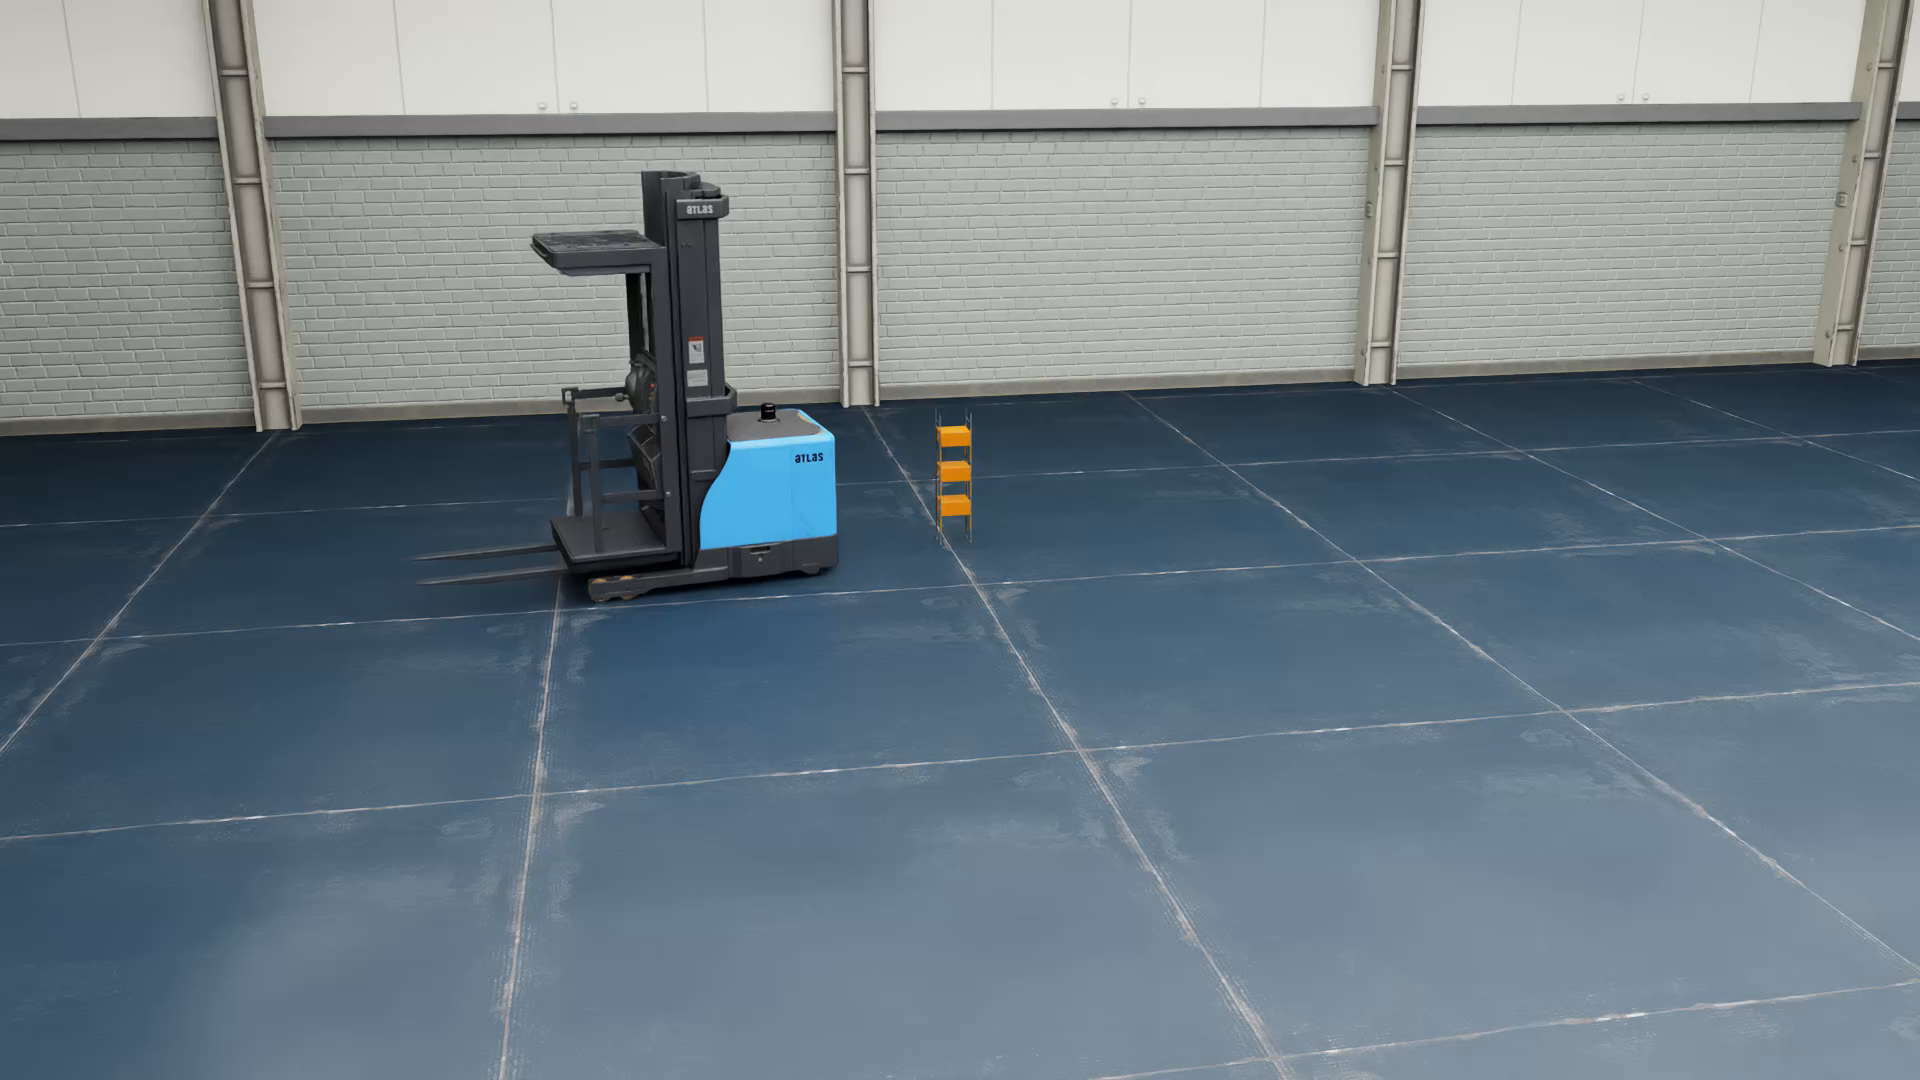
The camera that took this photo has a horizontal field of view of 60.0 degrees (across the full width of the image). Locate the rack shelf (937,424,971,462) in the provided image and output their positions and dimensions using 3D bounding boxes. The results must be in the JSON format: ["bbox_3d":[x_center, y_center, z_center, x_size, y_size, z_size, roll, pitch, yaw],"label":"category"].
[{"bbox_3d":[-0.053,-0.760,13.068,0.240,0.259,0.215,-3,17,-10],"label":"rack shelf"}]

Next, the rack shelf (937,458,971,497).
[{"bbox_3d":[-0.053,-0.489,13.151,0.240,0.259,0.215,-3,17,-10],"label":"rack shelf"}]

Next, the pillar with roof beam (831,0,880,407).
[{"bbox_3d":[-0.278,-4.551,12.803,0.400,9.000,9.100,-3,17,-10],"label":"pillar with roof beam"}]

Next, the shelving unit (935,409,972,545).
[{"bbox_3d":[-0.053,-0.499,13.148,0.252,1.050,0.215,-3,17,-10],"label":"shelving unit"}]

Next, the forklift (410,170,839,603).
[{"bbox_3d":[-2.480,-1.129,11.996,3.031,2.935,1.130,-6,18,-20],"label":"forklift"}]

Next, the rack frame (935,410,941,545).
[{"bbox_3d":[-0.172,-0.492,13.126,0.008,1.050,0.200,-3,17,-10],"label":"rack frame"}]

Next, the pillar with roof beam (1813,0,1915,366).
[{"bbox_3d":[11.504,-5.220,14.979,0.400,9.000,9.100,-3,17,-10],"label":"pillar with roof beam"}]

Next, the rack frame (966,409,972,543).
[{"bbox_3d":[0.067,-0.506,13.170,0.008,1.050,0.200,-3,17,-10],"label":"rack frame"}]

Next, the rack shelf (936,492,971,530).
[{"bbox_3d":[-0.053,-0.223,13.233,0.240,0.259,0.215,-3,17,-10],"label":"rack shelf"}]

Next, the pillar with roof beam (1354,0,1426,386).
[{"bbox_3d":[5.613,-4.885,13.891,0.400,9.000,9.100,-3,17,-10],"label":"pillar with roof beam"}]

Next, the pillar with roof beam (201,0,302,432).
[{"bbox_3d":[-6.169,-4.217,11.715,0.400,9.000,9.100,-3,17,-10],"label":"pillar with roof beam"}]
